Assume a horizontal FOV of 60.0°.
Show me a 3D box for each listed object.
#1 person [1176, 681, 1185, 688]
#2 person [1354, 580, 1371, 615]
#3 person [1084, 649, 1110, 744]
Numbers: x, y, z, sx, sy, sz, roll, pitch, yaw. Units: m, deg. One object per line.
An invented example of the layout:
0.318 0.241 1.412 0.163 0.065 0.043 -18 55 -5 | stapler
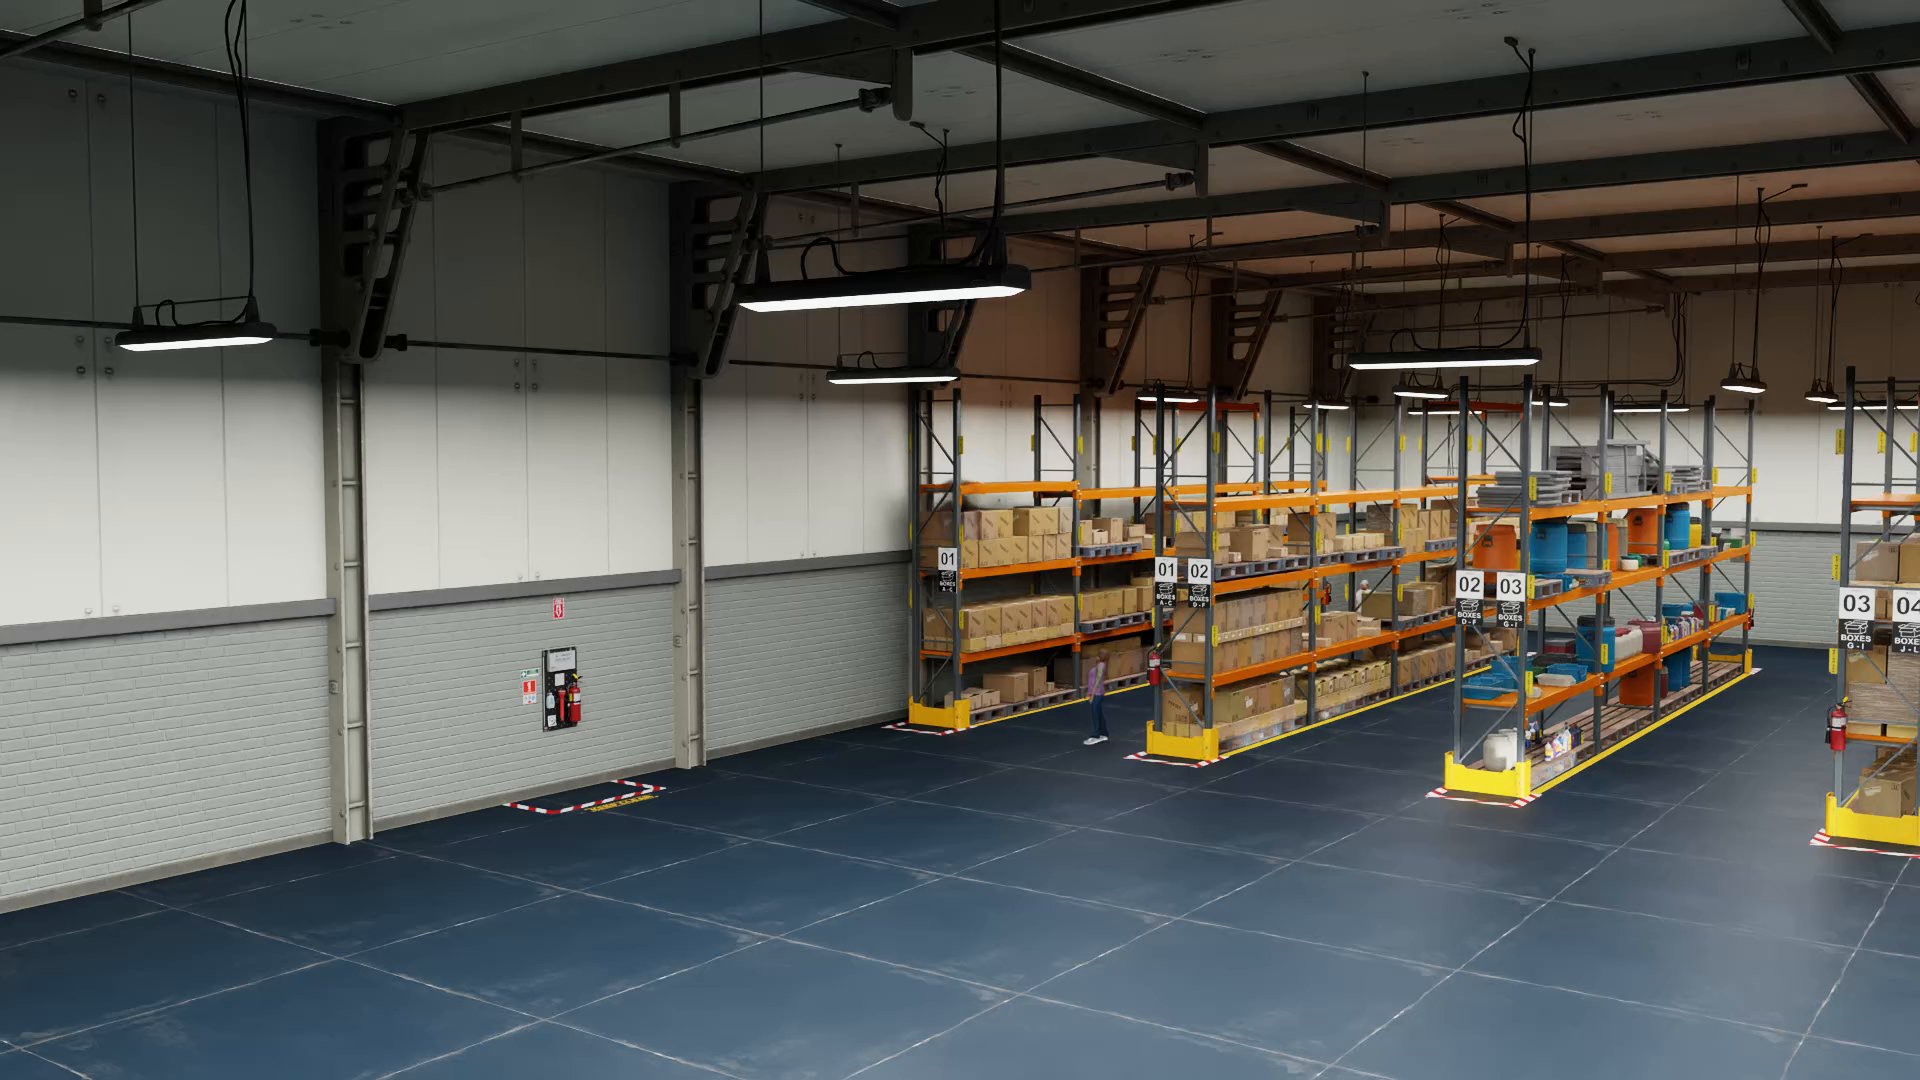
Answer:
4.598 2.264 33.194 0.558 1.669 1.045 2 4 33 | person
10.157 1.811 41.699 0.549 1.621 0.816 1 3 20 | person
2.291 2.625 27.992 0.482 1.595 0.436 -1 3 -9 | person
